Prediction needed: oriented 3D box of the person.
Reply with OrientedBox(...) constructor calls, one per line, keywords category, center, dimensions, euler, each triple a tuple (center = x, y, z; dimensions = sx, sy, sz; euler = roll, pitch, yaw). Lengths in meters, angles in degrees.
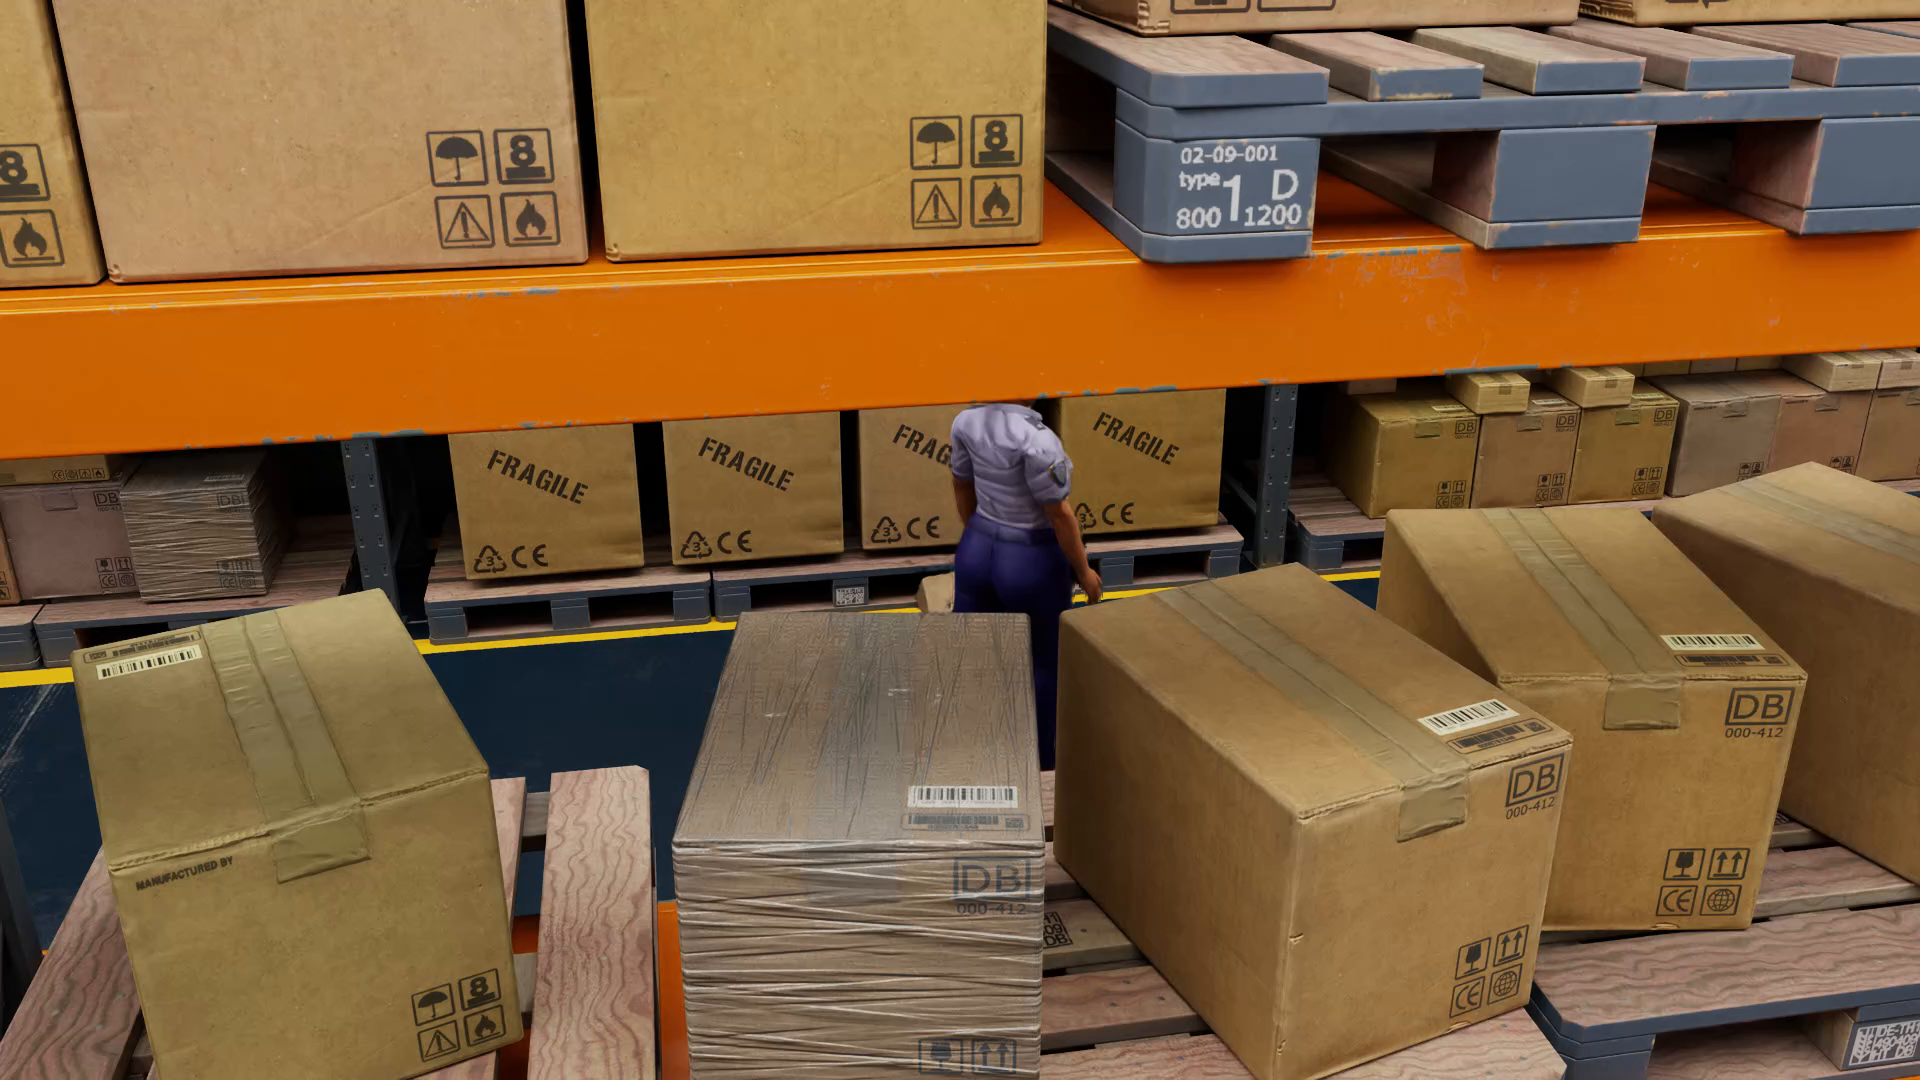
OrientedBox(category="person", center=(0.209, 0.087, 5.898), dimensions=(0.602, 1.644, 0.560), euler=(18, 29, 36))
